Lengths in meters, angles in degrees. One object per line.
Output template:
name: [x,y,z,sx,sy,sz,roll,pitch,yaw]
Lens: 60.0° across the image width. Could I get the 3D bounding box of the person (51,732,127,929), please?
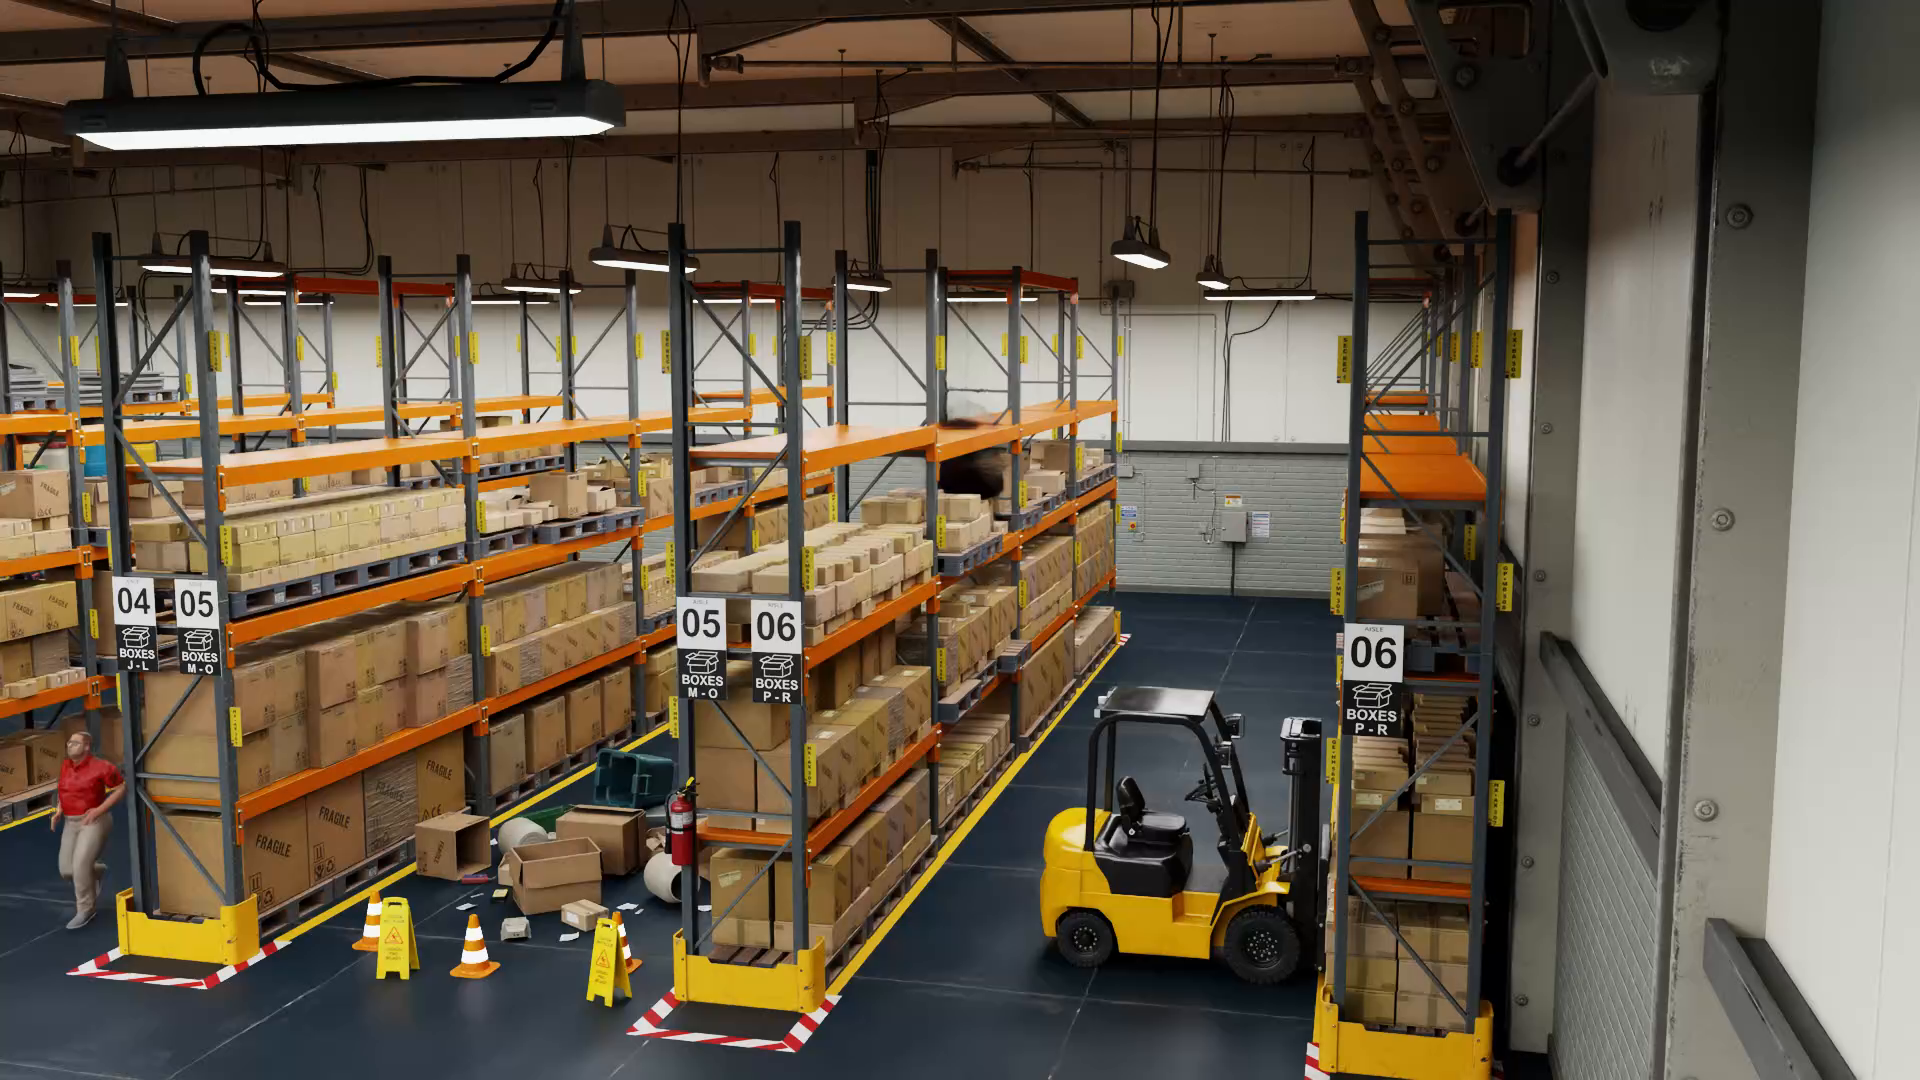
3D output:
person: [-7.764,2.544,14.815,0.648,1.696,0.675,2,7,12]
